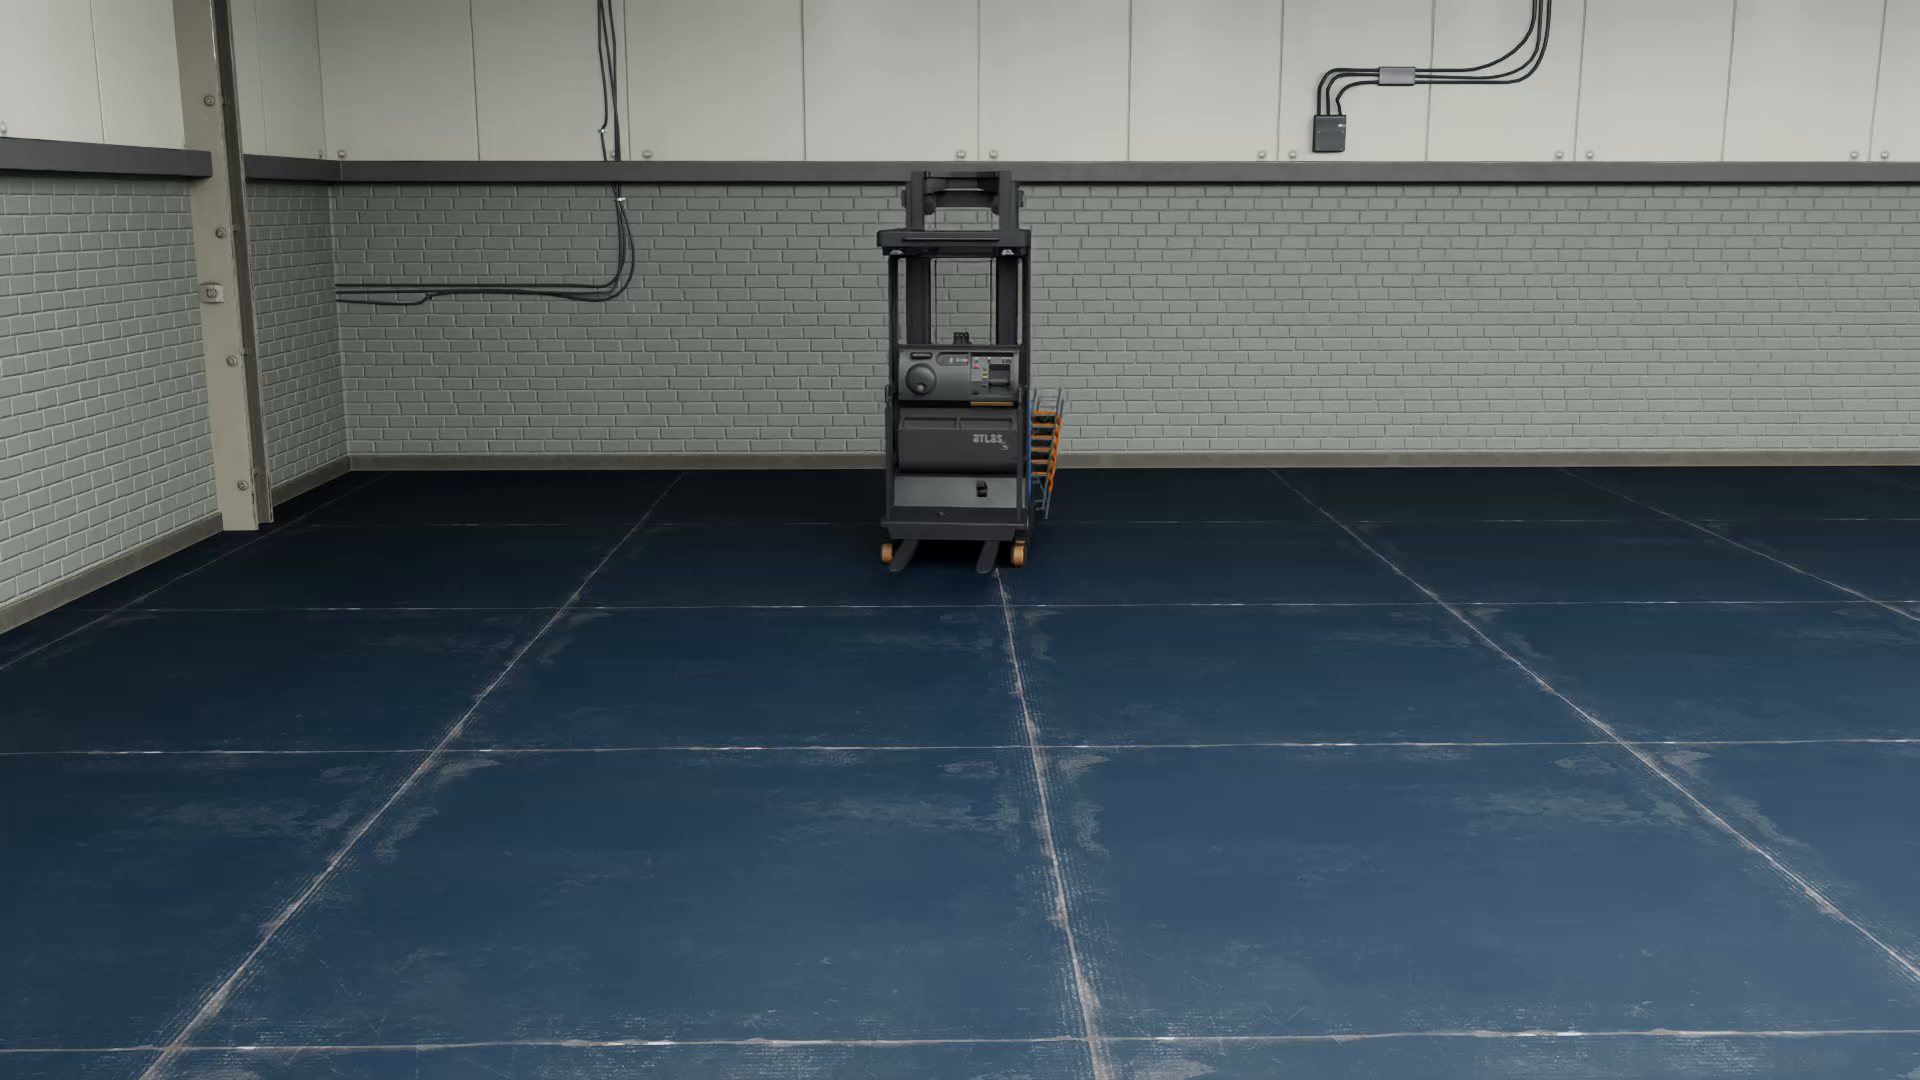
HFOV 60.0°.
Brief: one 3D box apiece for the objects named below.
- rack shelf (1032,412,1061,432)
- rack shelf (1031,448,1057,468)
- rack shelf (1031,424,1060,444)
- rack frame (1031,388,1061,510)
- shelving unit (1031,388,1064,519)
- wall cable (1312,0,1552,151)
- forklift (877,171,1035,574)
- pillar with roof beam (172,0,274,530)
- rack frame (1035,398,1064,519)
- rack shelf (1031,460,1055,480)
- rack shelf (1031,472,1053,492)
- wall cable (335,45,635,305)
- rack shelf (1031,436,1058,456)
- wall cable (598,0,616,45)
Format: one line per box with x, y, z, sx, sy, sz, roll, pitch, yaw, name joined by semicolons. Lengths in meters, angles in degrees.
0.760;-1.053;14.765;0.258;0.103;0.180;3;-25;14;rack shelf
0.706;-0.729;14.618;0.258;0.103;0.180;3;-25;14;rack shelf
0.742;-0.945;14.716;0.258;0.103;0.180;3;-25;14;rack shelf
0.694;-0.808;14.556;0.240;1.200;0.006;3;-25;14;rack frame
0.712;-0.769;14.636;0.258;1.200;0.189;3;-25;14;shelving unit
4.682;-6.825;16.015;2.305;6.003;0.169;0;11;-1;wall cable
-0.025;-1.301;12.601;1.130;2.935;3.031;1;12;5;forklift
-1.767;-4.549;13.351;9.100;9.000;0.400;0;11;-1;pillar with roof beam
0.731;-0.729;14.717;0.240;1.200;0.006;3;-25;14;rack frame
0.688;-0.621;14.569;0.258;0.103;0.180;3;-25;14;rack shelf
0.670;-0.512;14.520;0.258;0.103;0.180;3;-25;14;rack shelf
-4.810;-3.601;16.486;3.097;2.526;0.112;0;11;-1;wall cable
0.724;-0.837;14.667;0.258;0.103;0.180;3;-25;14;rack shelf
-2.105;-6.087;16.038;3.097;2.526;0.112;0;11;-1;wall cable
